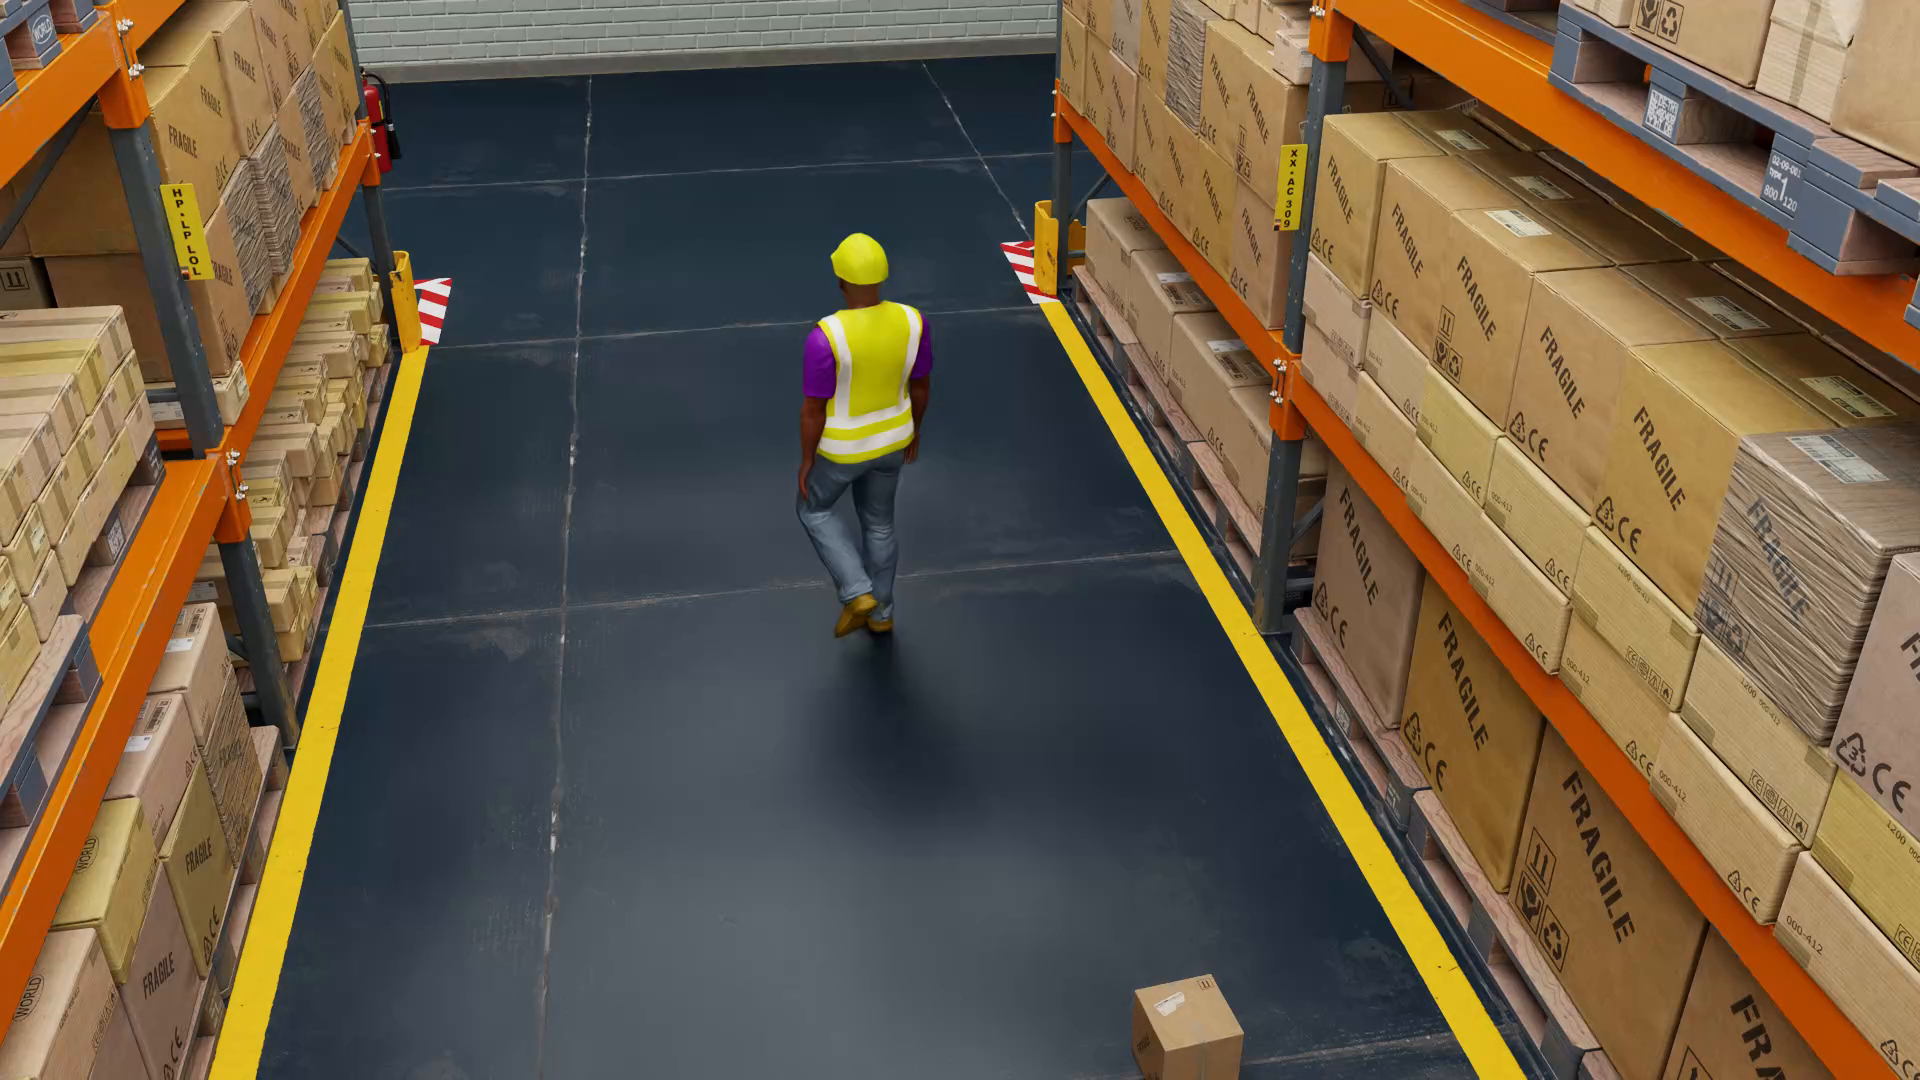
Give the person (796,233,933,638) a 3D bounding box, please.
[{"bbox_3d":[-0.410,-0.406,6.734,0.599,1.759,0.471,-16,34,-25],"label":"person"}]
